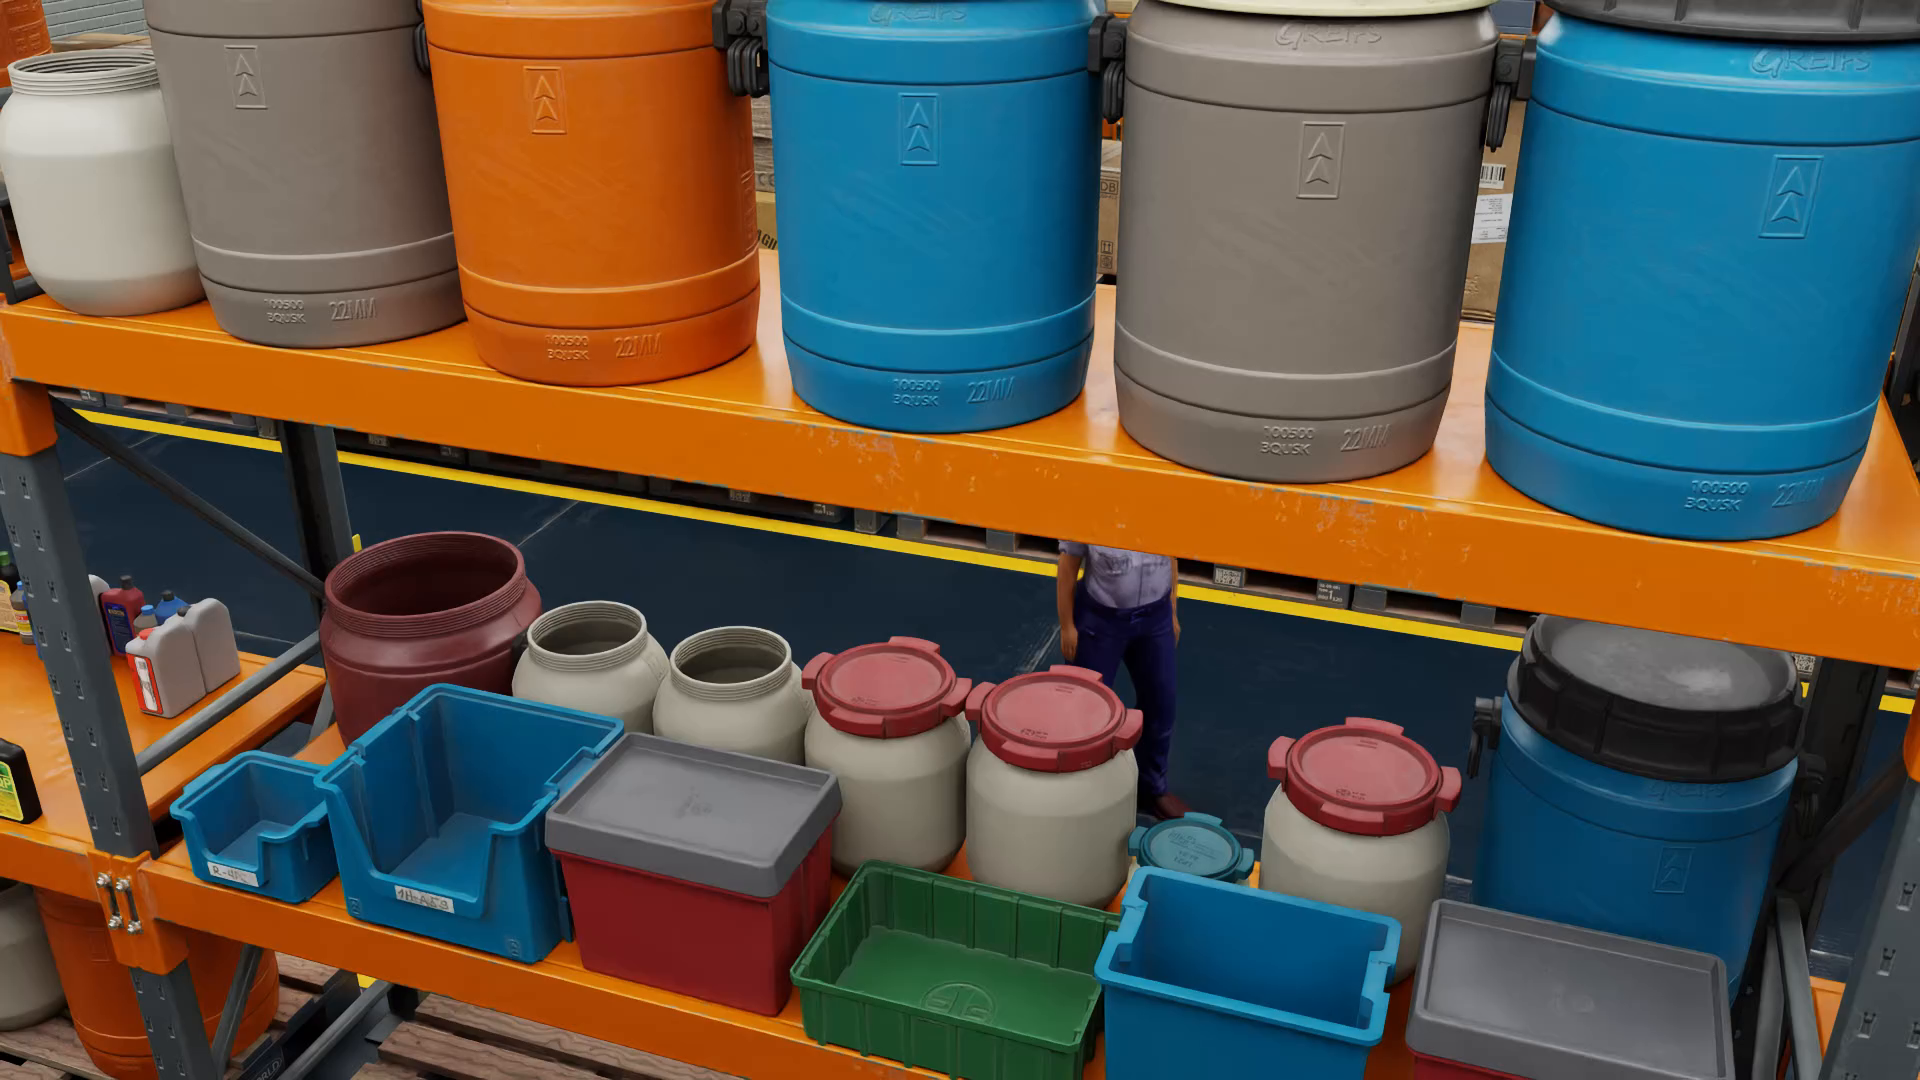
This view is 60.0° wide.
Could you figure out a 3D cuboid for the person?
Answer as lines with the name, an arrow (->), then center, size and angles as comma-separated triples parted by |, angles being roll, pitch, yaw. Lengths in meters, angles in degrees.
person -> 0.610, 0.309, 6.471 | 0.512, 1.635, 0.672 | -11, 28, -22
